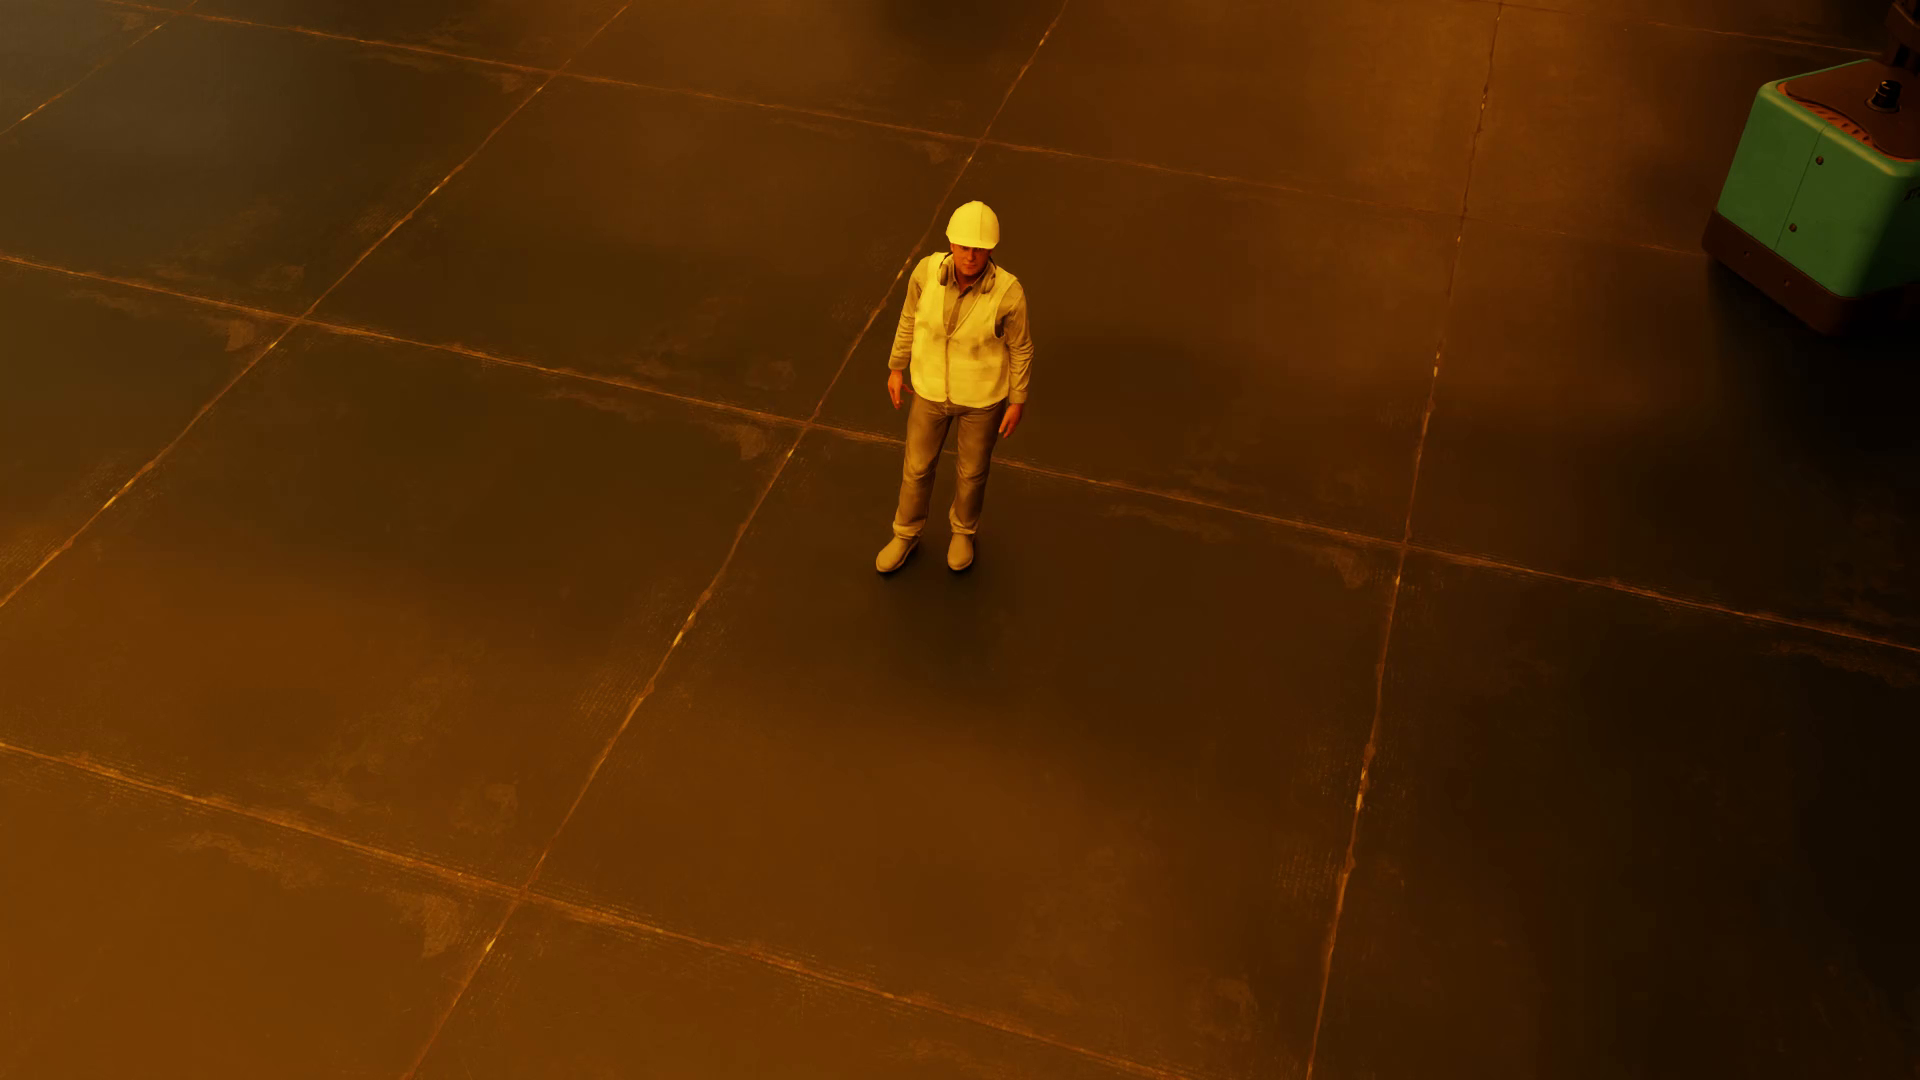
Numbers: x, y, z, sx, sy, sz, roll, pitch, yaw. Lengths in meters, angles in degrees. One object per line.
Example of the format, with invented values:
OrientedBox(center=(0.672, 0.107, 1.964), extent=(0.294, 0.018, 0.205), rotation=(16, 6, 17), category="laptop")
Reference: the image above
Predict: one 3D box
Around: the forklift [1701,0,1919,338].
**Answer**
OrientedBox(center=(5.821, -2.822, 8.723), extent=(3.031, 2.935, 1.130), rotation=(-16, 45, -17), category="forklift")

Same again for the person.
OrientedBox(center=(-0.027, -0.617, 7.190), extent=(0.632, 1.773, 0.568), rotation=(12, 44, 13), category="person")
